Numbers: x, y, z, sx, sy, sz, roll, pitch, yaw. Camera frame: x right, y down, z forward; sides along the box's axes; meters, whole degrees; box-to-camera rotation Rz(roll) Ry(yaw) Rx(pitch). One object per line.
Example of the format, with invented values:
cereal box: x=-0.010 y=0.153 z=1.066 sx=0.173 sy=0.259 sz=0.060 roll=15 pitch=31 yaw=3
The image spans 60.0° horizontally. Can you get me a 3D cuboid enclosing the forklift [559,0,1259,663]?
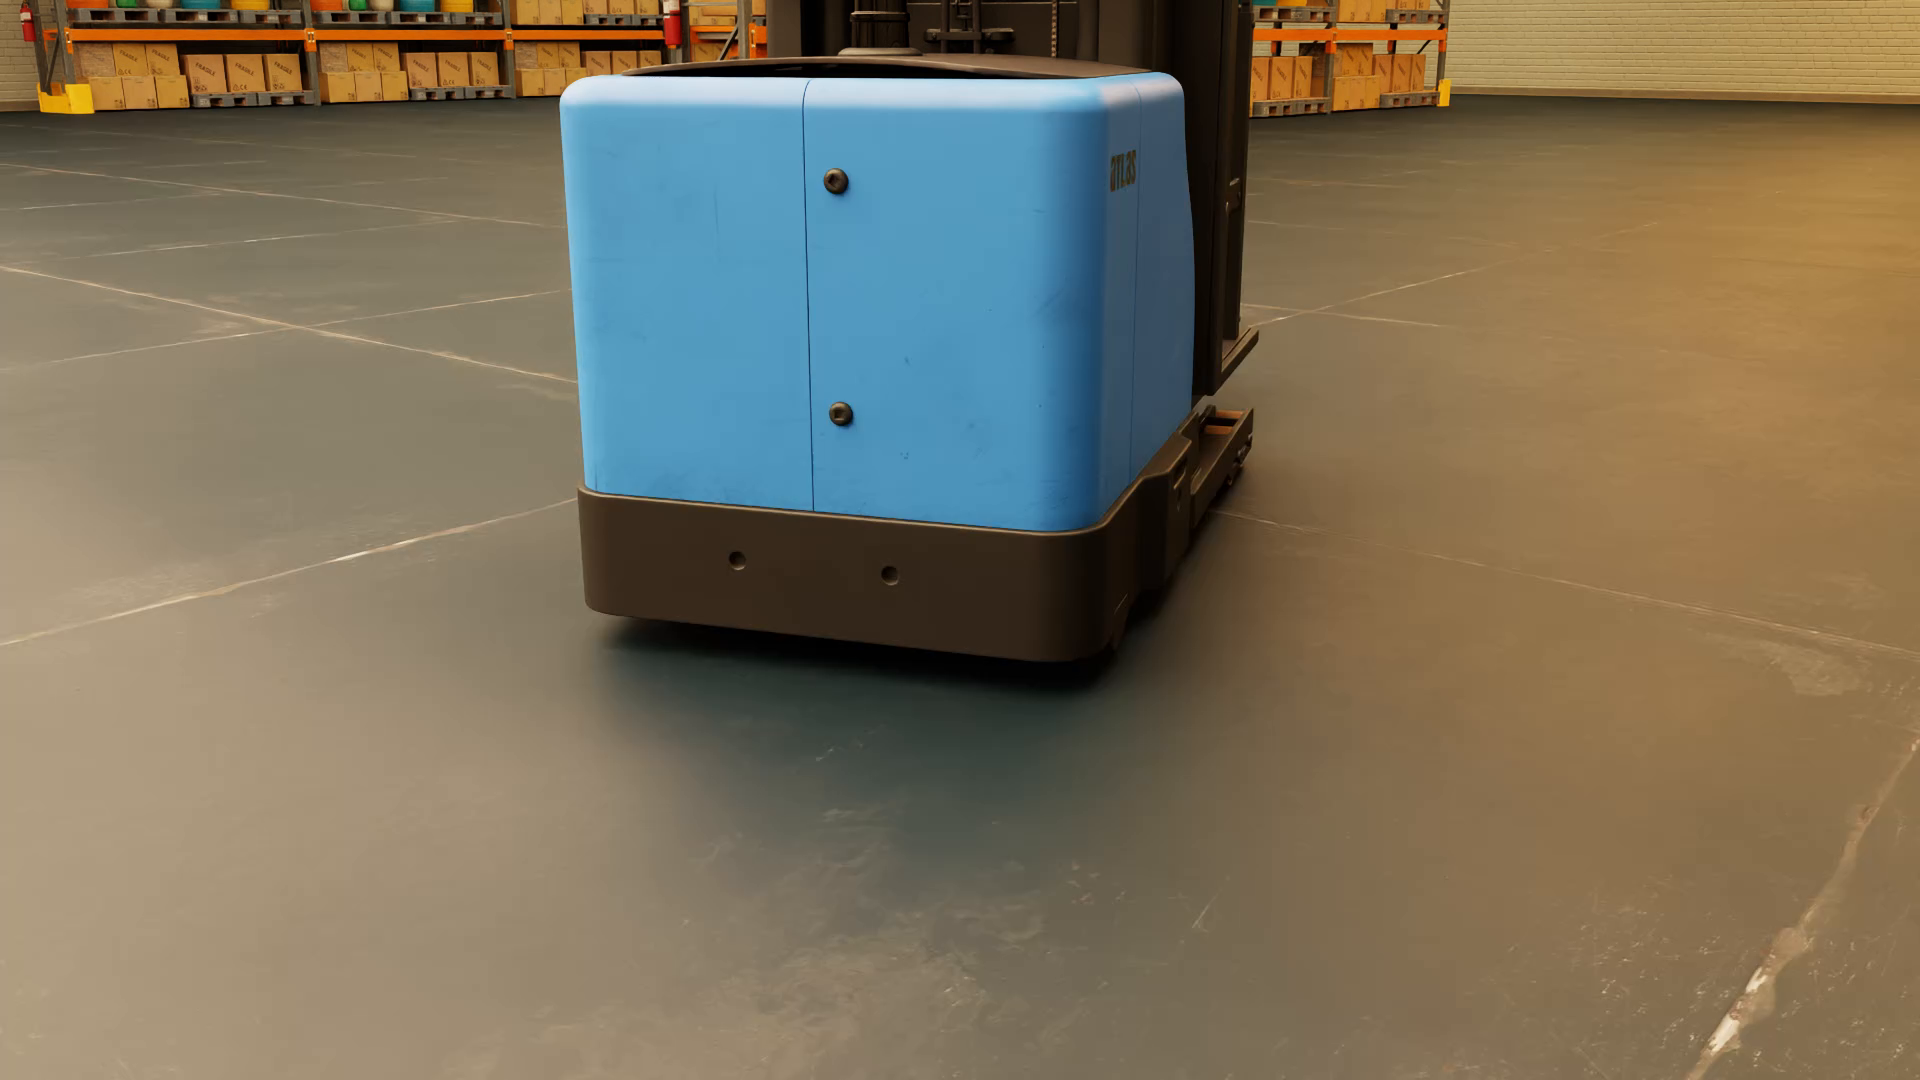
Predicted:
forklift: x=0.182 y=-1.571 z=4.072 sx=1.130 sy=2.935 sz=3.031 roll=5 pitch=18 yaw=17
